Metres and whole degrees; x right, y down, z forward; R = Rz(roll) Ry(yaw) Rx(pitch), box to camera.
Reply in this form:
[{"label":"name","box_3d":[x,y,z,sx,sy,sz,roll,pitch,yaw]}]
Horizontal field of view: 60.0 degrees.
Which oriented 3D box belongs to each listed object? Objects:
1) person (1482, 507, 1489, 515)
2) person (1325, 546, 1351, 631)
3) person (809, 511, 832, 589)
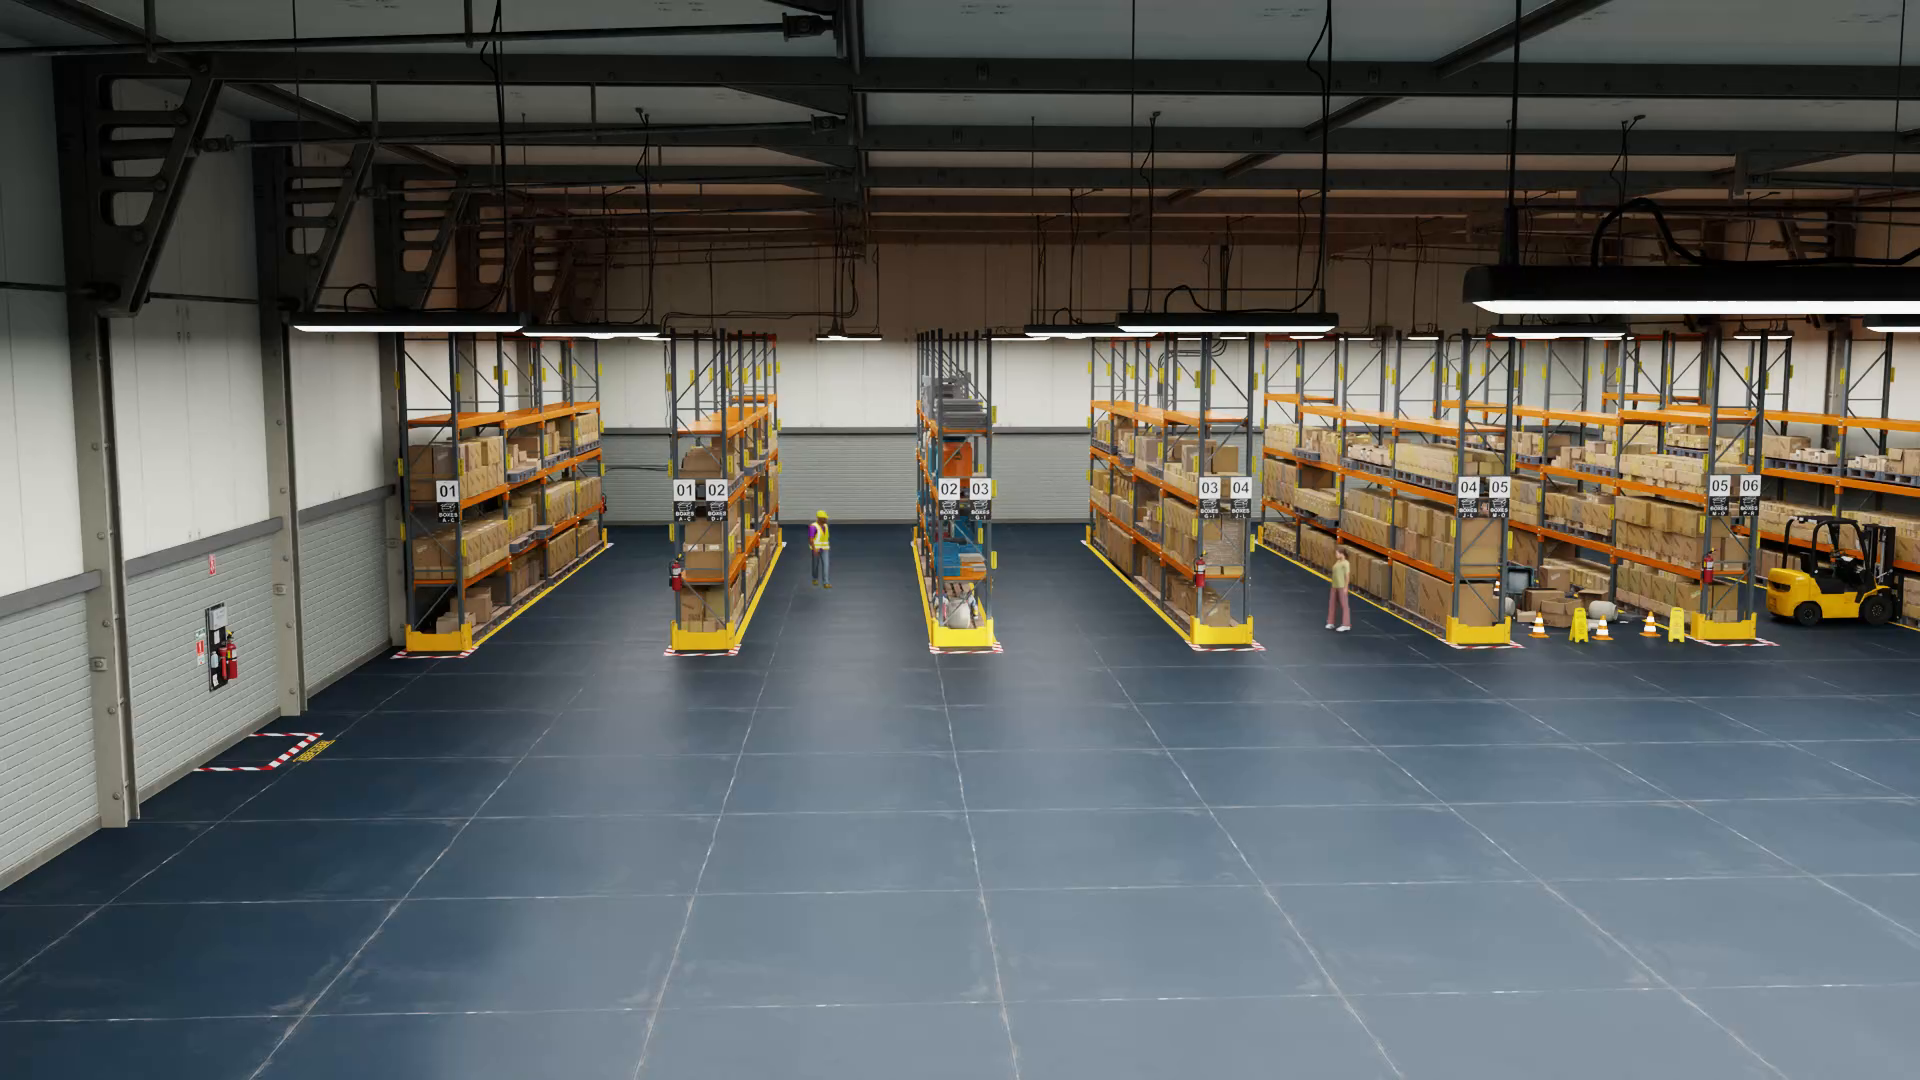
[{"label":"person","box_3d":[12.973,0.041,41.049,0.382,1.736,0.617,4,8,30]},{"label":"person","box_3d":[7.587,0.961,33.342,0.441,1.675,0.493,-4,8,-30]},{"label":"person","box_3d":[-3.133,0.215,37.031,0.493,1.735,0.988,-2,7,-14]}]
